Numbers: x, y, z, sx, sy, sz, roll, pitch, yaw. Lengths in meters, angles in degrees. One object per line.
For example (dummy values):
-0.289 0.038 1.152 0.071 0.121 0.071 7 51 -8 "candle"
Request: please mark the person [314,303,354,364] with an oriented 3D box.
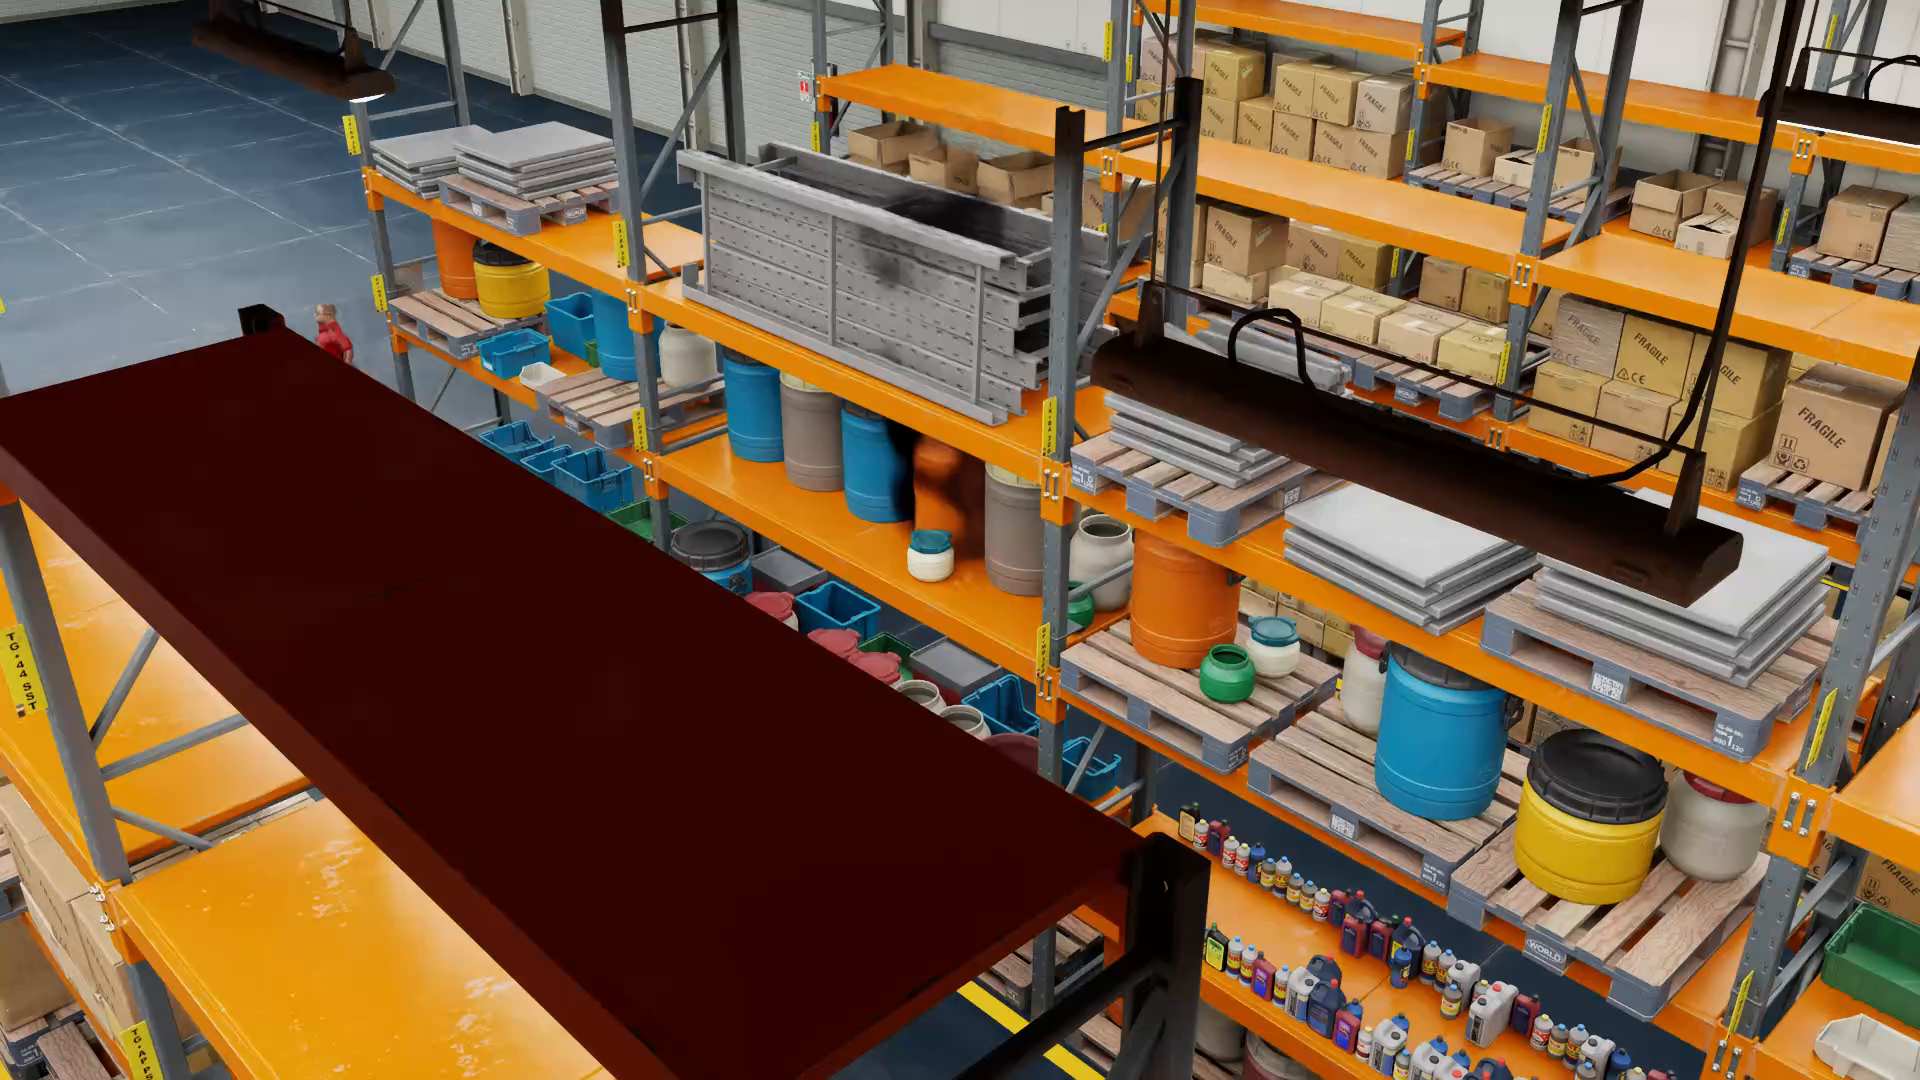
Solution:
-6.990 -1.797 18.420 0.617 1.704 0.648 -10 30 -17 "person"
